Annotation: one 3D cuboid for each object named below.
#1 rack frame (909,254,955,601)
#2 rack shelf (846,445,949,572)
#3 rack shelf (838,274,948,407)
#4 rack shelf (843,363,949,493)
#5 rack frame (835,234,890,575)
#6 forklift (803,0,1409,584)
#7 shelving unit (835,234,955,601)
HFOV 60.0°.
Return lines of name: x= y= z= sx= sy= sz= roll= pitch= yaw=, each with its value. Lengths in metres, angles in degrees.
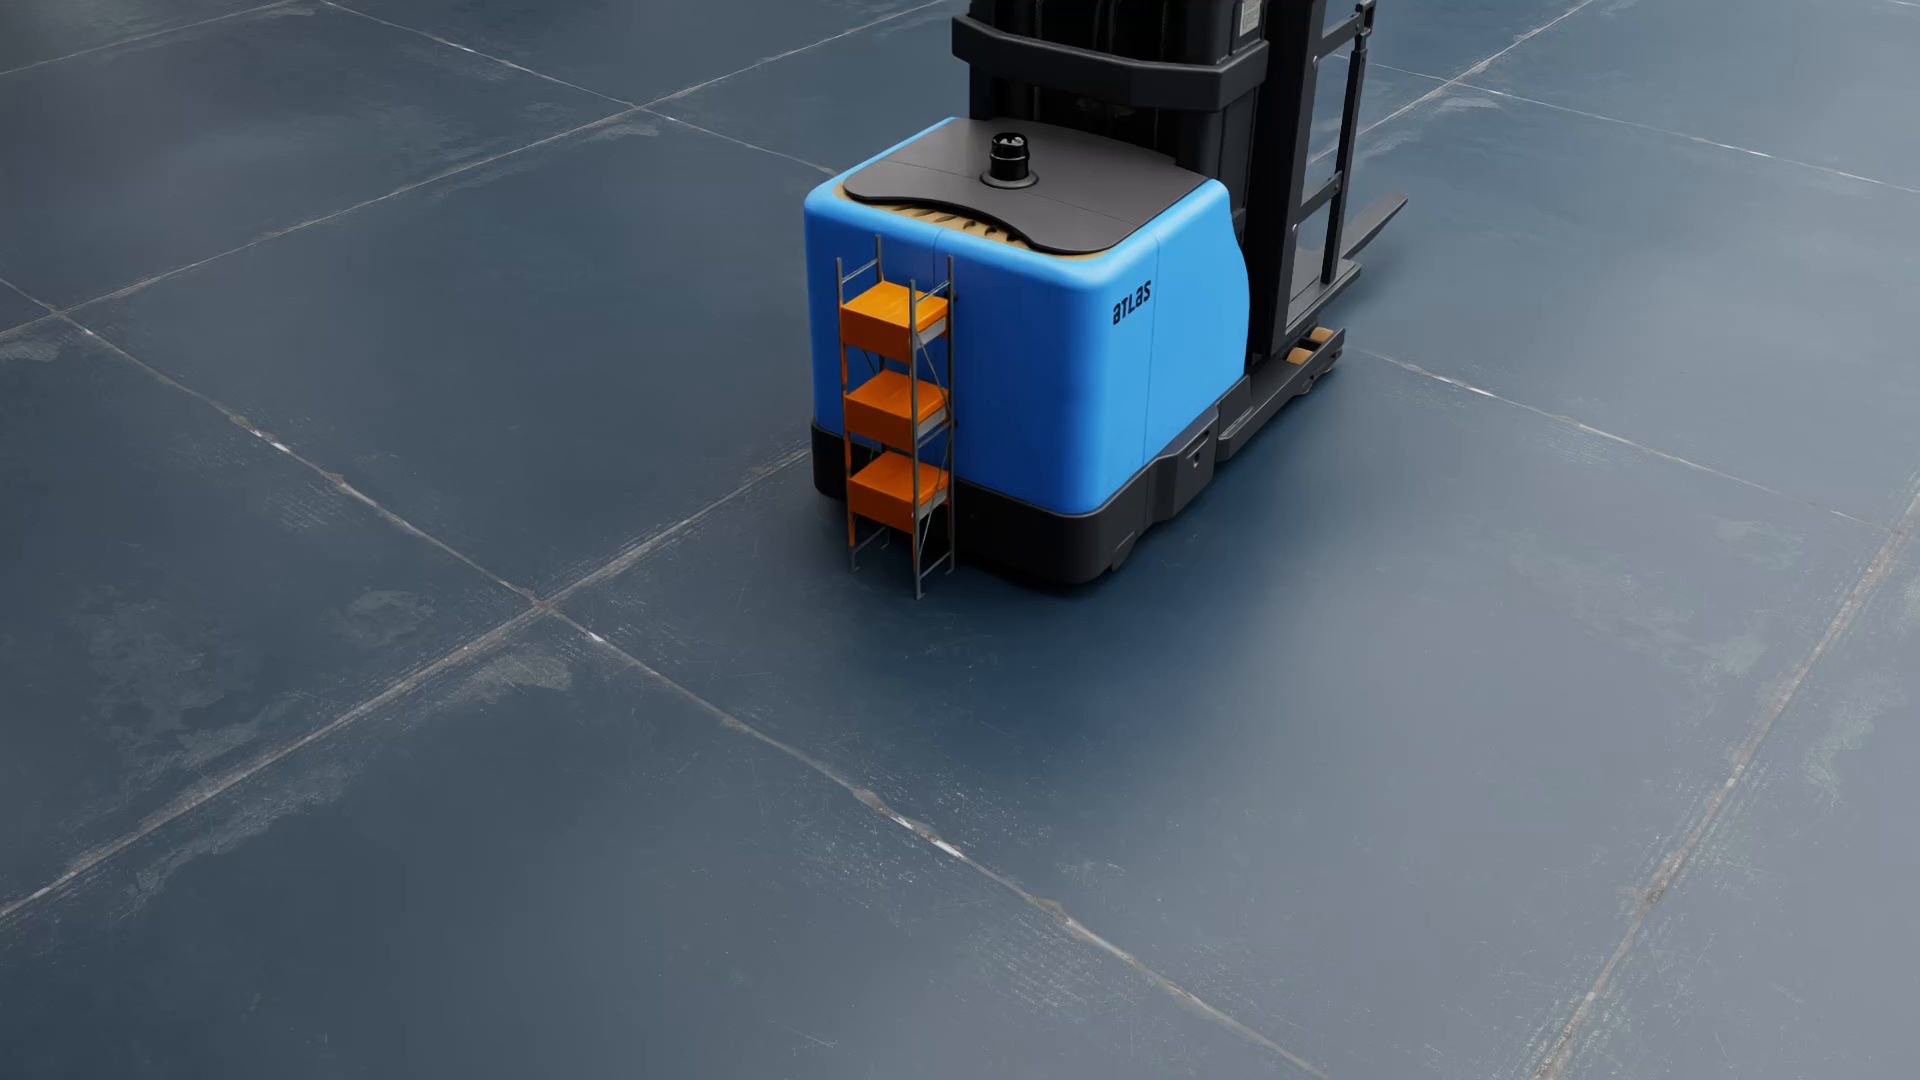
rack frame: x=-0.076 y=-0.297 z=4.755 sx=0.008 sy=1.050 sz=0.200 roll=21 pitch=40 yaw=27
rack shelf: x=-0.177 y=-0.098 z=4.974 sx=0.240 sy=0.259 sz=0.215 roll=21 pitch=40 yaw=27
rack shelf: x=-0.177 y=-0.561 z=4.656 sx=0.240 sy=0.259 sz=0.215 roll=21 pitch=40 yaw=27
rack shelf: x=-0.177 y=-0.327 z=4.817 sx=0.240 sy=0.259 sz=0.215 roll=21 pitch=40 yaw=27
rack frame: x=-0.279 y=-0.374 z=4.867 sx=0.008 sy=1.050 sz=0.200 roll=21 pitch=40 yaw=27
forklift: x=0.763 y=-1.871 z=5.385 sx=1.130 sy=2.935 sz=3.031 roll=21 pitch=40 yaw=27
shelving unit: x=-0.177 y=-0.335 z=4.811 sx=0.252 sy=1.050 sz=0.215 roll=21 pitch=40 yaw=27
